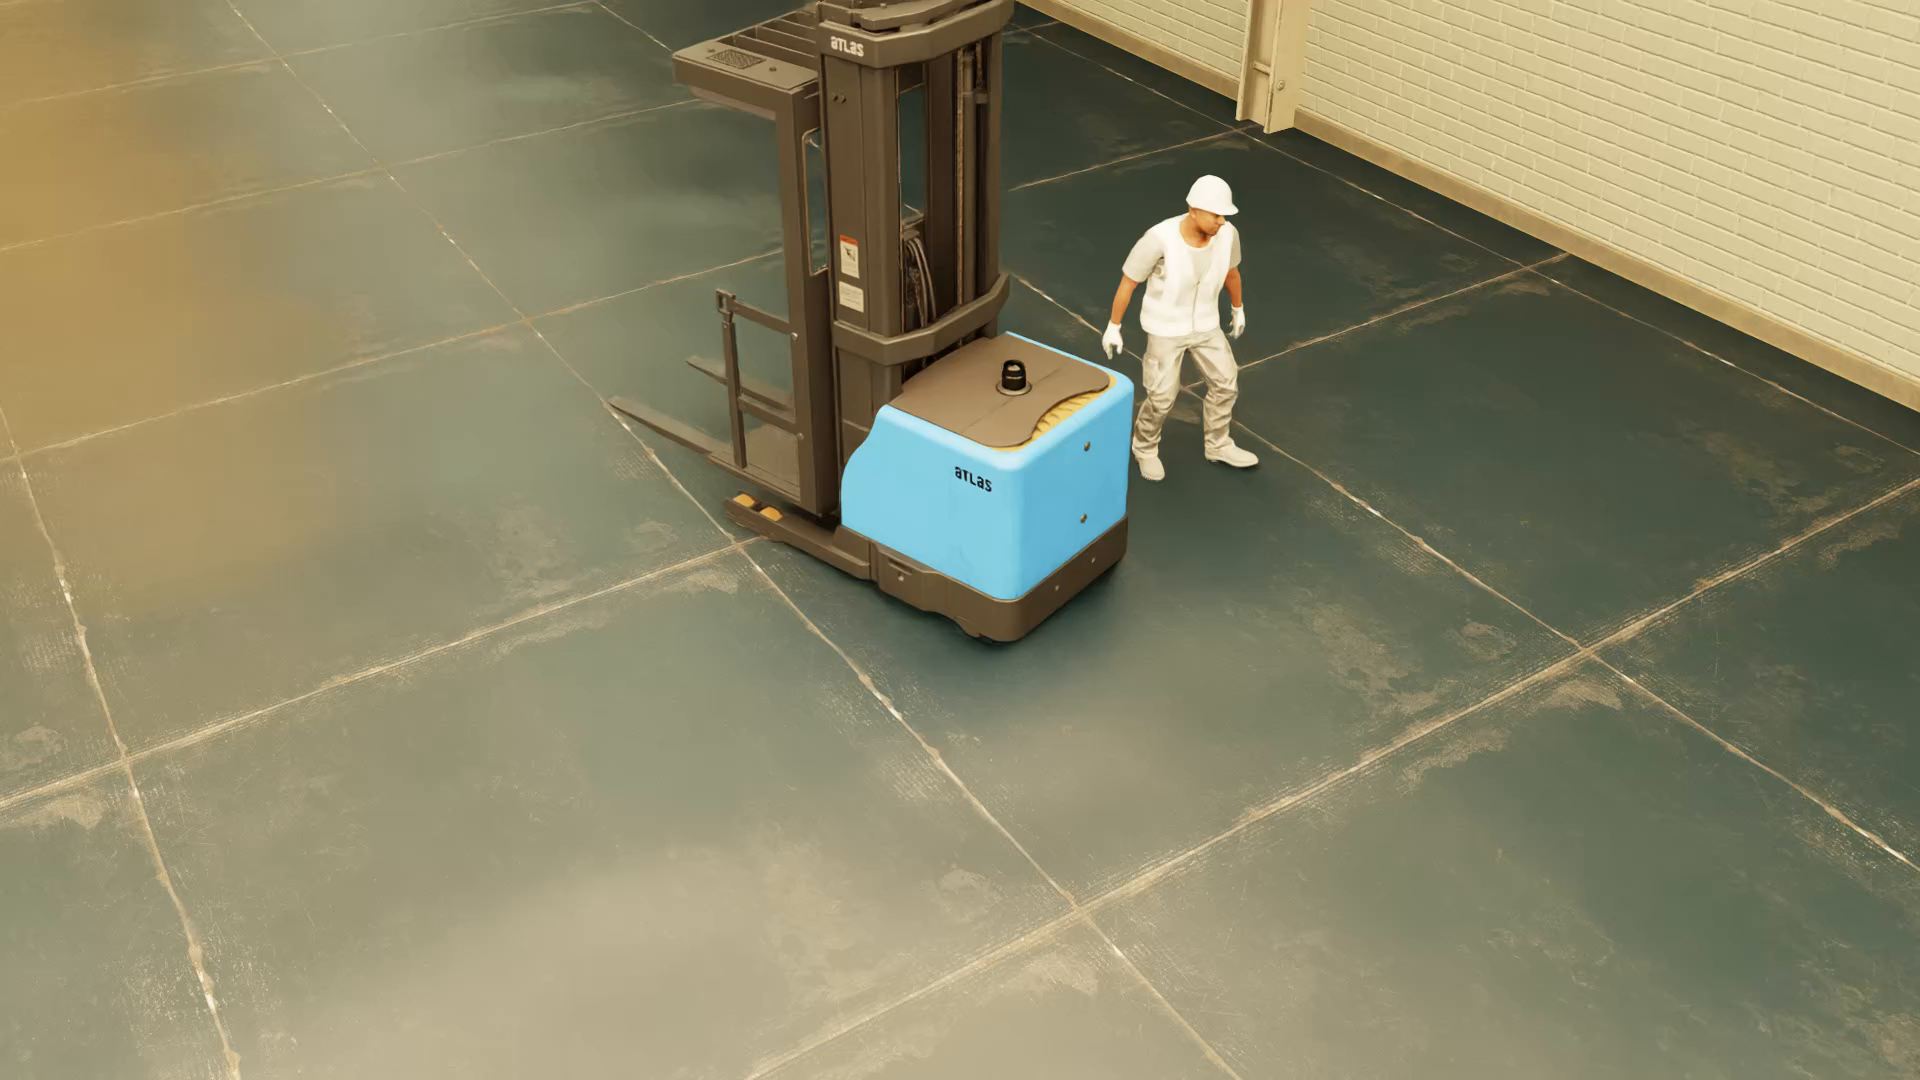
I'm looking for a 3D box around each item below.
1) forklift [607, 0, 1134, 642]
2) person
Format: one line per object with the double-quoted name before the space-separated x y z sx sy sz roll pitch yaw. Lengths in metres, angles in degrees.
"forklift" -0.618 -1.413 8.159 3.031 2.935 1.130 25 42 31
"person" 1.204 -1.108 8.761 0.877 1.746 0.440 -13 37 -17
